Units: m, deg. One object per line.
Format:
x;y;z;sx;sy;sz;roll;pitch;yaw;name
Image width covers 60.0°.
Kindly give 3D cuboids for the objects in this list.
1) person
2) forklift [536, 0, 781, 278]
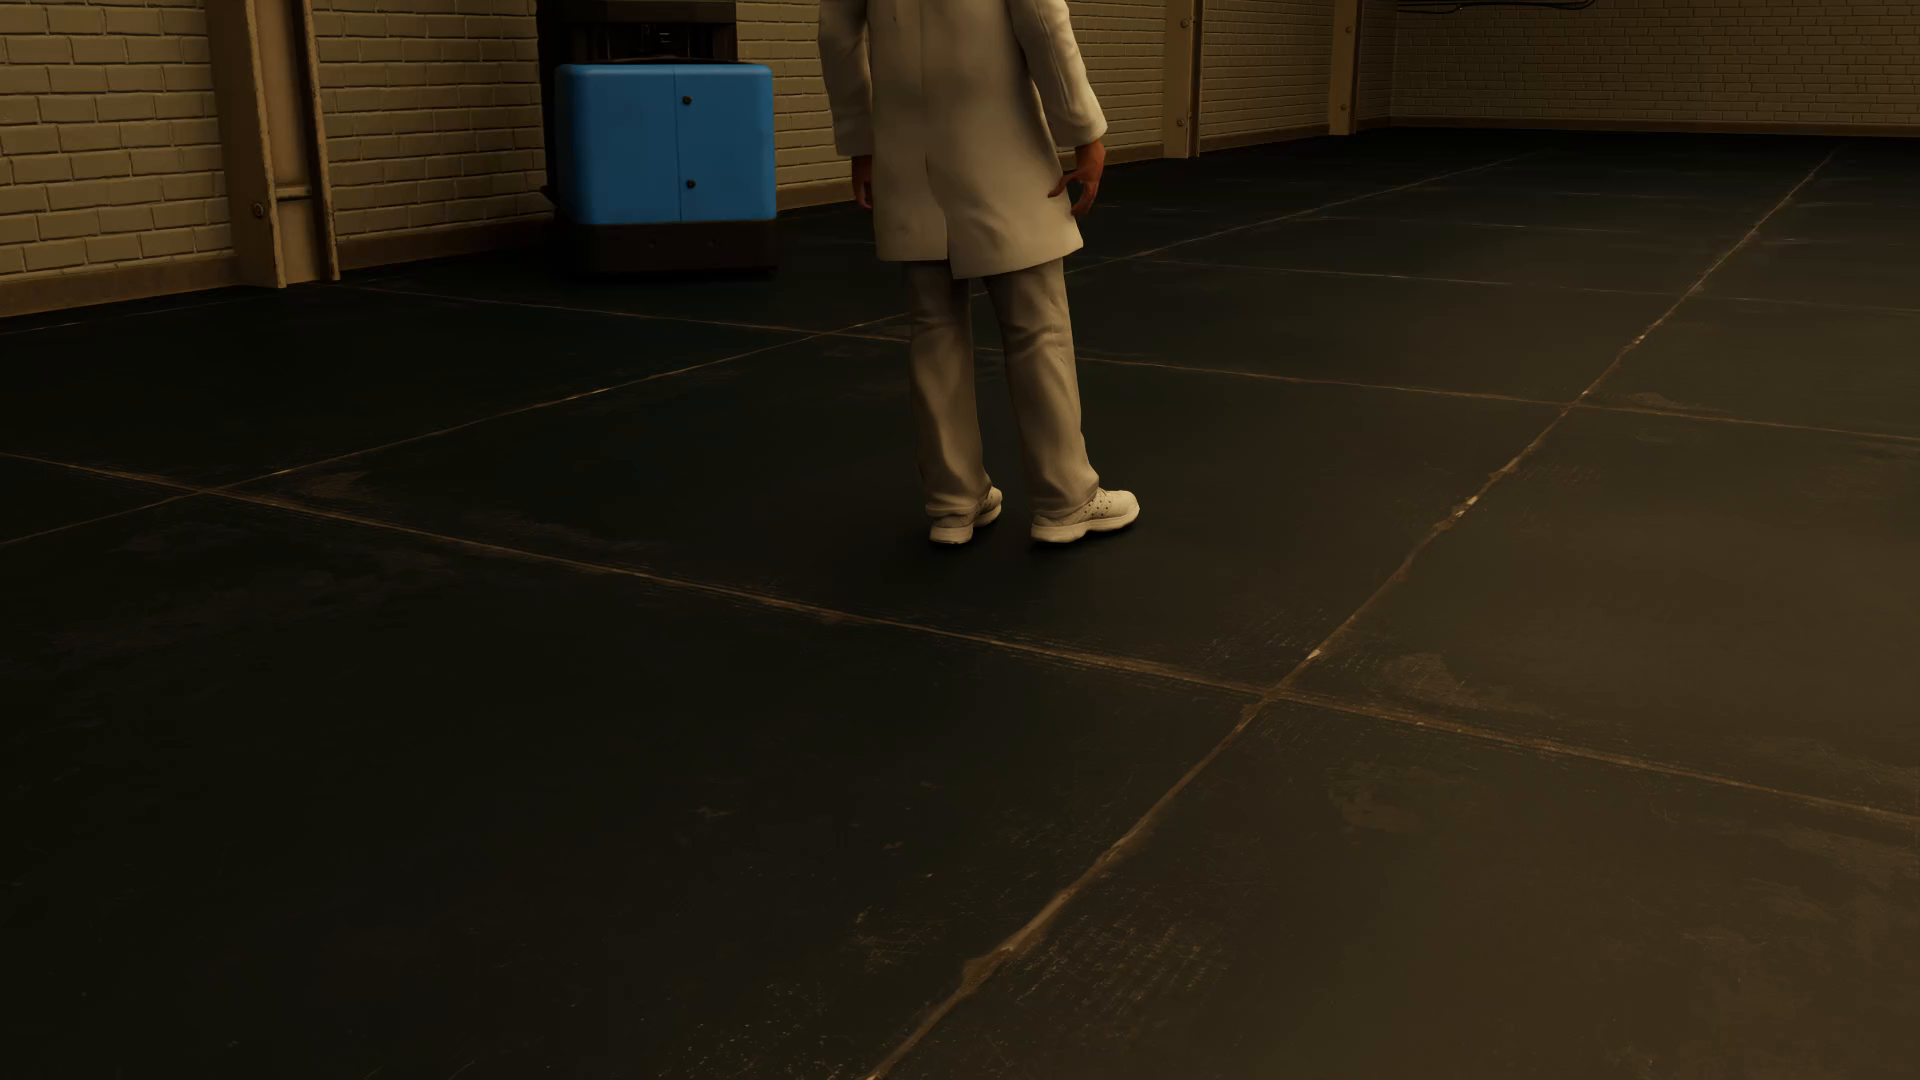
0.048;-0.882;3.862;0.698;1.778;0.578;9;19;28;person
-1.867;-3.115;9.430;1.130;2.935;3.031;-5;17;-17;forklift
